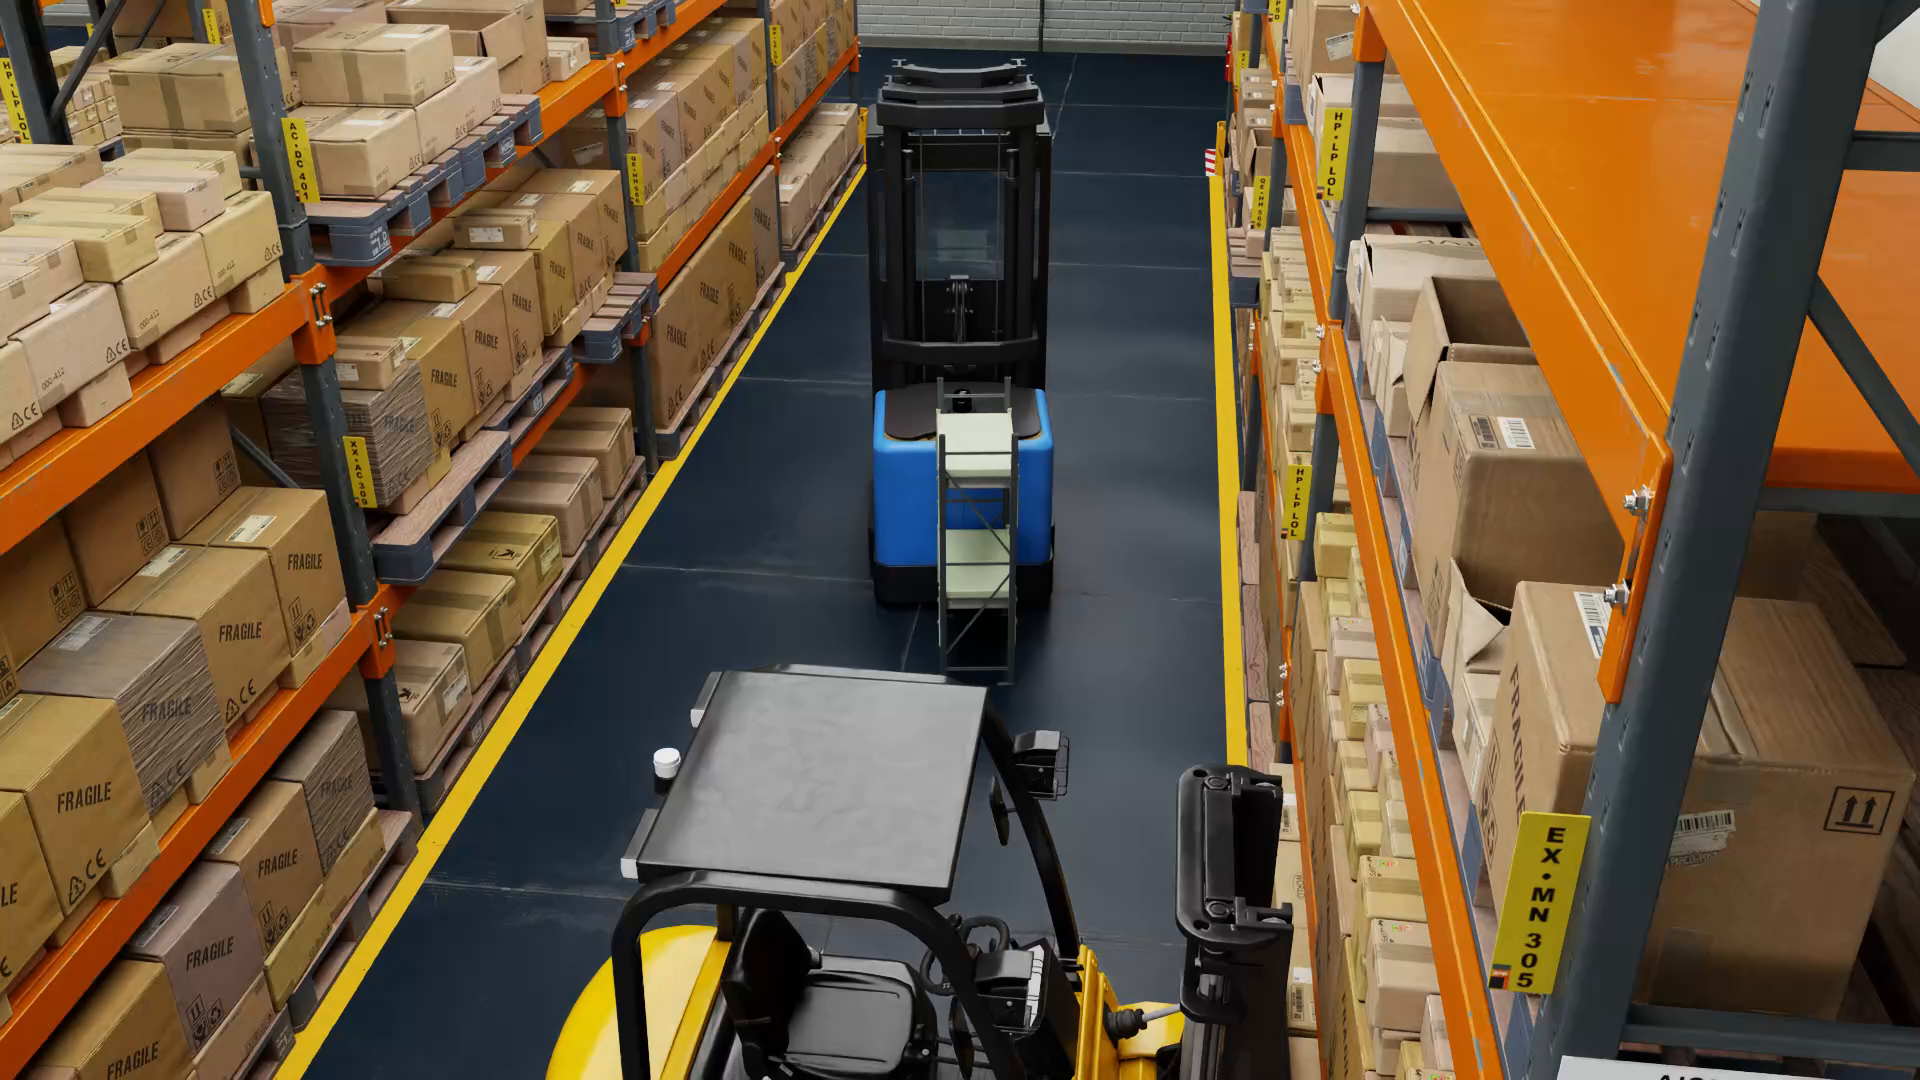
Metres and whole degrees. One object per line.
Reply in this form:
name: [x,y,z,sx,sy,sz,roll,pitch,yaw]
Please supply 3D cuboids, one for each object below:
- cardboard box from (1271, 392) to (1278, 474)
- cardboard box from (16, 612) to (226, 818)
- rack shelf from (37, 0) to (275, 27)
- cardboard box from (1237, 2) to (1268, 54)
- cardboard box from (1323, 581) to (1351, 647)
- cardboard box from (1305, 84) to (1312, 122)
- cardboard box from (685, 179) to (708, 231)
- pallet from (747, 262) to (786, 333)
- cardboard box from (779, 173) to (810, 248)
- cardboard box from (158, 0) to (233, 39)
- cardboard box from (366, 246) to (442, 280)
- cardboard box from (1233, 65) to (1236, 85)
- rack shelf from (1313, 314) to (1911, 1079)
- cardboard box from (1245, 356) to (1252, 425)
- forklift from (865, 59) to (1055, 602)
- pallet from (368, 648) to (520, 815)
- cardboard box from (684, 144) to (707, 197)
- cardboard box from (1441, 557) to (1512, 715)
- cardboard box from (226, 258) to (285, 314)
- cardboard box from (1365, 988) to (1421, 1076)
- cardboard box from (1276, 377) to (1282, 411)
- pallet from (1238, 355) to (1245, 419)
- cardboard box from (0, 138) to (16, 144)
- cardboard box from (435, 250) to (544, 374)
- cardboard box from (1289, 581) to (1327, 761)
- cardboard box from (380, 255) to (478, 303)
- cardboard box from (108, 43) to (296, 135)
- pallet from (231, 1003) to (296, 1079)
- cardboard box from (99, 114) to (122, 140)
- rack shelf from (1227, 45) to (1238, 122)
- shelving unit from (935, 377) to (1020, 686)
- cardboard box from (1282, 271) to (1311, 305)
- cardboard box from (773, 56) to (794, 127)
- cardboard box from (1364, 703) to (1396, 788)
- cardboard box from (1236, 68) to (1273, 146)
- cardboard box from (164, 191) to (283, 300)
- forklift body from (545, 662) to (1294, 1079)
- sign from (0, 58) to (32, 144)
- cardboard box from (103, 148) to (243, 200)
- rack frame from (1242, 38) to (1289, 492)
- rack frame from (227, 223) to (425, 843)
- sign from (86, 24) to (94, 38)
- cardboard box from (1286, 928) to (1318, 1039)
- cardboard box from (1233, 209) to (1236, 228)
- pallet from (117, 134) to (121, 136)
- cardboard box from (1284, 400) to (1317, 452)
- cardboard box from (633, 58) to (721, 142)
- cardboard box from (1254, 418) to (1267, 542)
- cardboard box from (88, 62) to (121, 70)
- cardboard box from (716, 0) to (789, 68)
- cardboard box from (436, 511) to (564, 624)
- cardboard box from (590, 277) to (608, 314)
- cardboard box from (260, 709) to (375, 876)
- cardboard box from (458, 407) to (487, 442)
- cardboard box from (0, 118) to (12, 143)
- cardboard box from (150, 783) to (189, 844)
cardboard box: [1.866,-0.543,8.545,0.500,0.250,0.500,4,29,8]
cardboard box: [-2.989,0.605,5.837,0.500,0.500,0.500,4,29,8]
rack shelf: [-2.821,-3.020,7.840,1.077,0.370,4.000,3,28,6]
cardboard box: [2.825,-4.783,15.312,0.500,0.500,0.500,4,29,7]
cardboard box: [1.531,0.283,6.064,0.380,0.149,0.250,4,29,7]
cardboard box: [1.789,-1.981,7.610,0.380,0.149,0.250,3,28,6]
cardboard box: [-2.151,-2.452,12.090,0.500,0.250,0.500,4,29,8]
pallet: [-2.105,-2.101,14.219,1.003,0.211,1.213,3,28,6]
cardboard box: [-1.902,-3.042,15.285,0.875,0.438,0.875,3,28,5]
cardboard box: [-6.714,-4.750,14.723,0.500,0.500,0.500,4,29,7]
cardboard box: [-3.045,-1.244,8.826,0.500,0.500,0.500,2,28,4]
cardboard box: [2.811,-4.439,15.885,0.380,0.149,0.250,3,28,5]
rack shelf: [1.616,0.294,4.430,1.077,0.370,4.000,3,28,6]
cardboard box: [2.261,-1.058,11.535,0.500,0.500,0.500,3,28,5]
forklift: [-0.015,-1.586,10.395,1.130,2.935,3.031,-1,28,-1]
pallet: [-2.972,0.931,8.592,1.003,0.211,1.213,3,28,6]
cardboard box: [-2.131,-2.669,11.964,0.500,0.250,0.500,3,28,6]
cardboard box: [1.202,0.222,3.399,0.396,0.266,0.258,3,29,6]
cardboard box: [-2.801,-0.974,6.290,0.380,0.149,0.250,3,29,6]
cardboard box: [1.257,1.245,4.279,0.380,0.149,0.250,2,28,5]
cardboard box: [1.872,-0.763,8.427,0.500,0.250,0.500,4,29,7]
pallet: [2.632,-1.221,12.586,1.003,0.211,1.213,3,28,6]
cardboard box: [-7.151,-2.847,12.172,0.380,0.149,0.250,3,29,6]
cardboard box: [-2.537,-1.205,8.753,0.500,0.500,0.500,2,28,4]
cardboard box: [1.547,0.506,6.335,0.500,0.500,0.500,3,28,5]
cardboard box: [-2.626,-1.294,8.236,0.380,0.149,0.250,5,29,9]
cardboard box: [-3.121,-1.870,6.877,0.500,0.250,0.500,4,29,7]
pallet: [-3.260,2.191,6.252,1.003,0.211,1.213,3,28,6]
cardboard box: [-6.986,-3.323,13.370,0.380,0.149,0.250,2,28,4]
rack shelf: [3.086,-4.034,15.626,1.077,0.370,4.000,3,28,6]
shelving unit: [0.085,-0.044,9.043,0.431,1.500,0.755,-1,28,-1]
cardboard box: [1.963,-1.351,9.098,0.380,0.149,0.250,4,29,7]
cardboard box: [-1.768,-3.946,14.598,0.500,0.500,0.500,4,29,8]
cardboard box: [1.448,0.639,5.089,0.380,0.149,0.250,3,28,6]
cardboard box: [2.560,-3.424,13.186,0.700,0.500,0.500,4,29,7]
cardboard box: [-2.853,-1.092,6.088,0.500,0.250,0.500,3,28,6]
forklift body: [-0.208,1.614,5.278,2.313,2.155,1.214,3,28,6]
sign: [-3.617,-1.683,6.380,0.100,0.325,0.005,3,28,6]
cardboard box: [-2.888,-1.330,6.109,0.380,0.149,0.250,4,29,7]
rack frame: [2.351,-1.527,10.213,1.000,3.000,0.127,3,28,6]
rack frame: [-3.066,0.070,7.250,1.000,3.000,0.127,3,28,6]
sign: [-7.550,-4.345,14.532,0.100,0.325,0.005,3,28,6]
cardboard box: [1.368,1.626,5.763,0.500,0.250,0.500,4,29,8]
cardboard box: [2.662,-2.838,15.087,0.396,0.266,0.258,4,29,8]
pallet: [-7.249,-3.501,14.079,1.003,0.211,1.213,3,28,6]
cardboard box: [1.679,-0.513,7.543,0.380,0.149,0.250,2,28,5]
cardboard box: [-2.078,-3.229,12.214,0.500,0.500,0.500,4,29,7]
cardboard box: [2.261,-0.373,10.133,0.875,0.625,0.625,4,29,8]
cardboard box: [-6.932,-3.824,13.673,0.380,0.149,0.250,2,28,5]
cardboard box: [-1.787,-4.390,14.369,0.500,0.500,0.500,4,29,7]
cardboard box: [-2.836,0.128,9.469,0.950,0.372,0.625,4,29,8]
cardboard box: [-2.330,-1.468,9.927,0.380,0.149,0.250,3,28,6]
cardboard box: [-2.872,1.059,7.079,0.500,0.500,0.500,3,28,5]
cardboard box: [-2.613,-0.620,8.353,0.380,0.149,0.250,4,29,7]
cardboard box: [-7.154,-2.962,12.073,0.380,0.149,0.250,2,28,4]
cardboard box: [-2.985,0.946,5.888,0.380,0.149,0.250,3,28,5]
